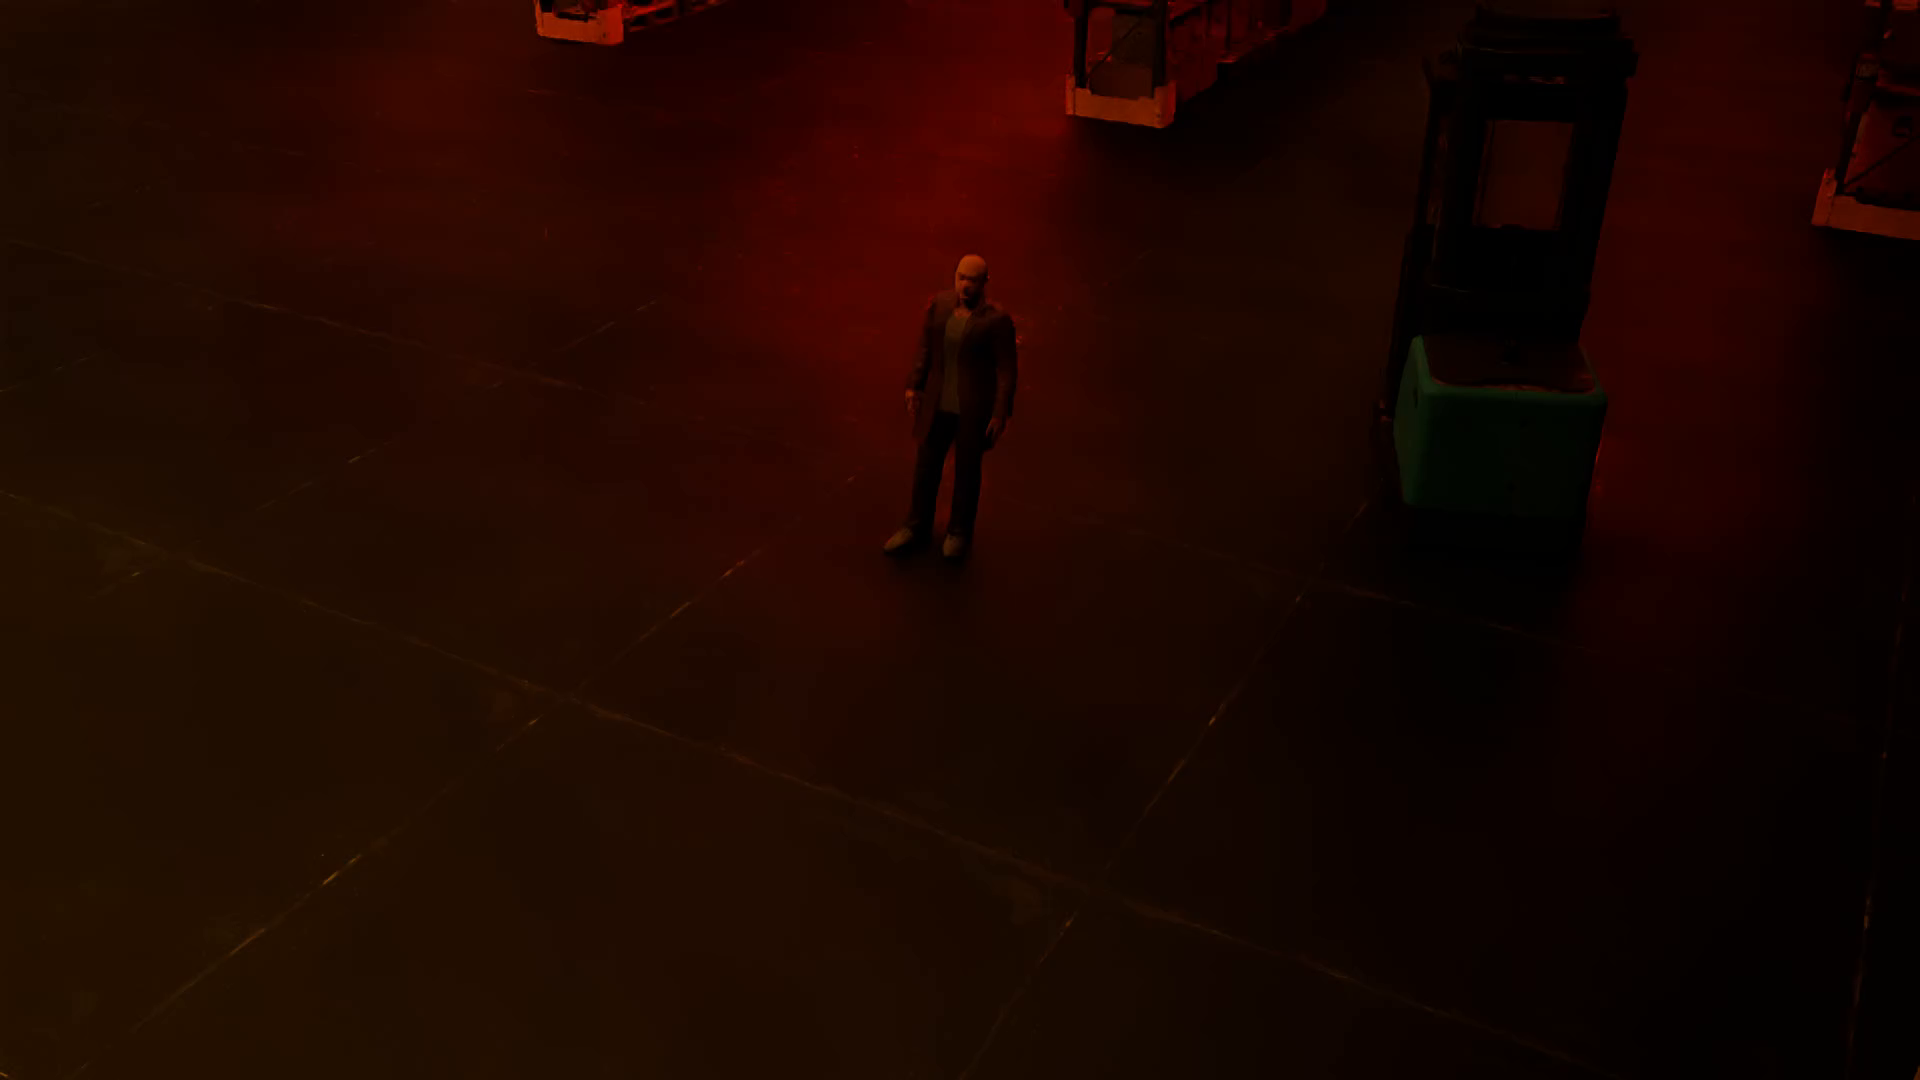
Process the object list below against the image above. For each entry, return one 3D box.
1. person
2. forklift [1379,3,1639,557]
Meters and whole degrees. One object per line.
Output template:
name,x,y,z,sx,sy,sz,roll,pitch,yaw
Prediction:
person,-0.048,-0.737,9.488,0.694,1.775,0.580,15,33,25
forklift,3.365,-1.890,10.346,1.130,2.935,3.031,6,30,10
